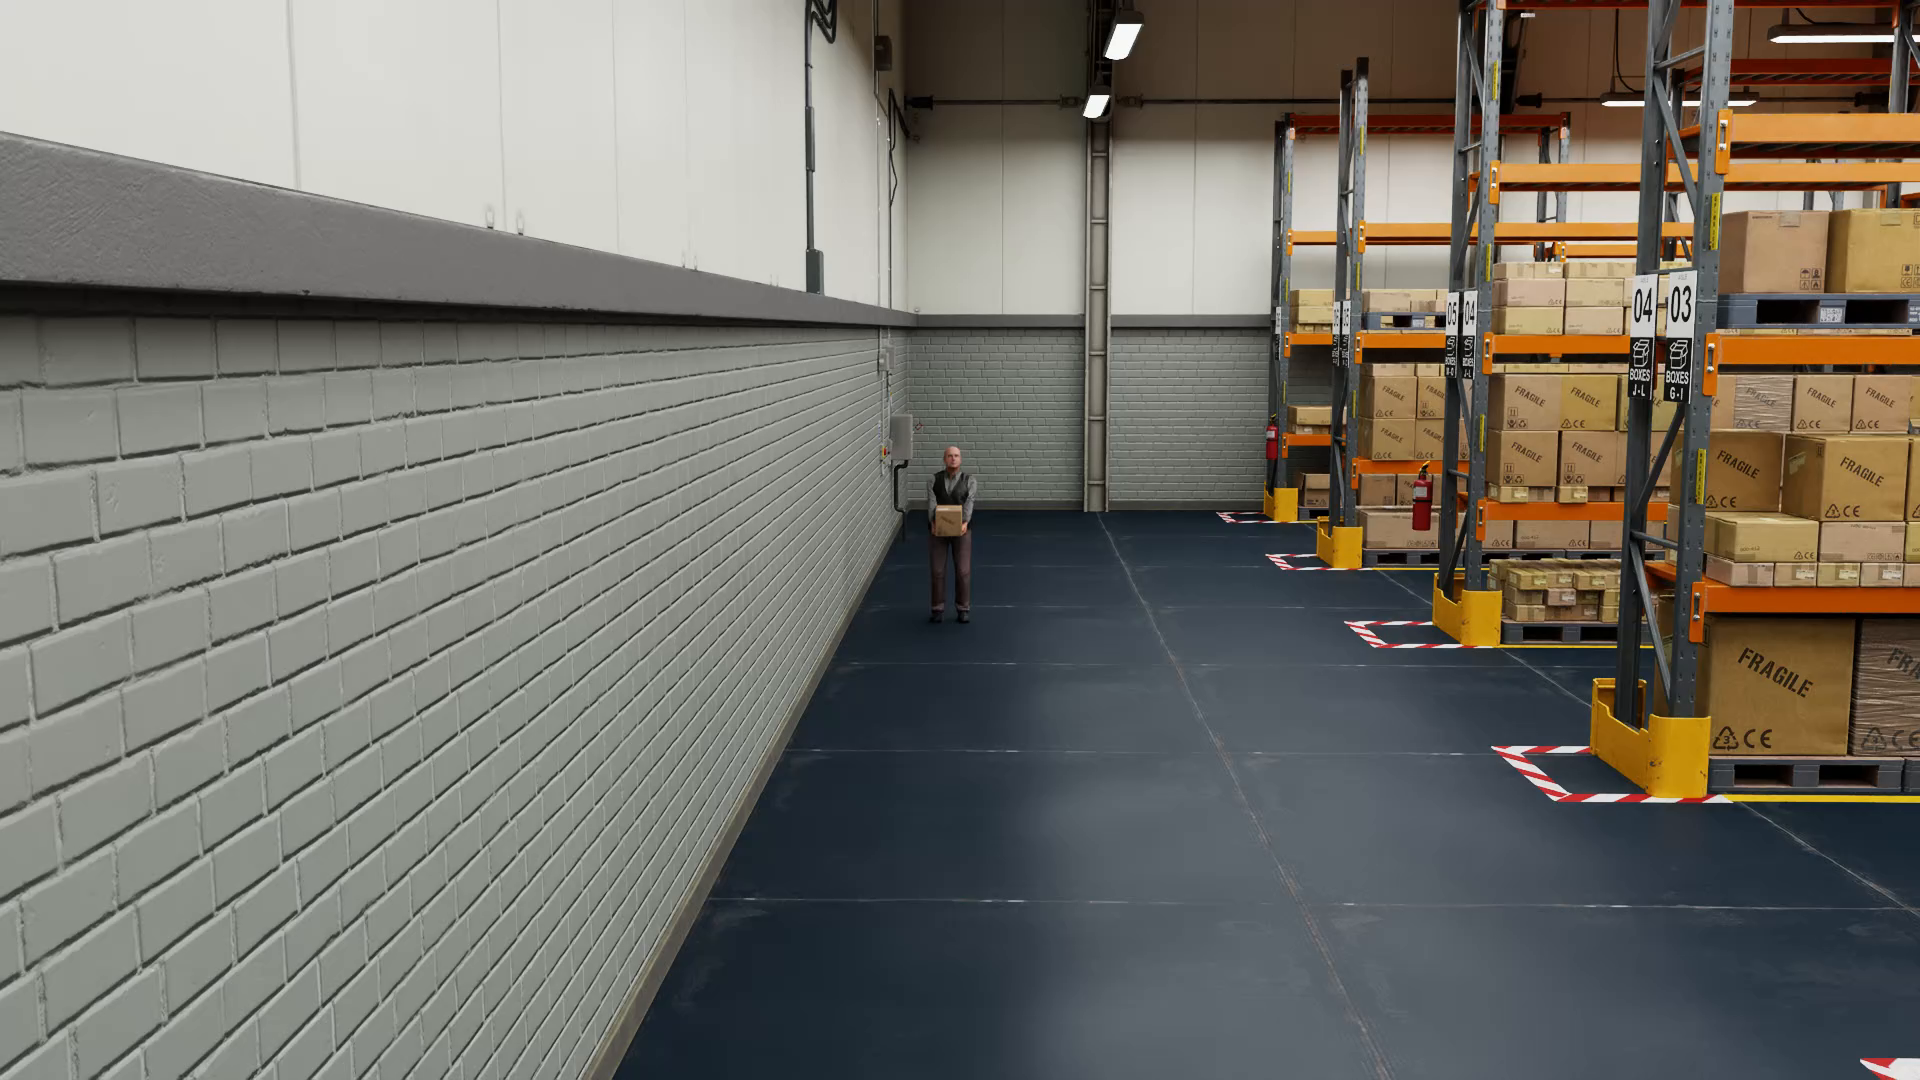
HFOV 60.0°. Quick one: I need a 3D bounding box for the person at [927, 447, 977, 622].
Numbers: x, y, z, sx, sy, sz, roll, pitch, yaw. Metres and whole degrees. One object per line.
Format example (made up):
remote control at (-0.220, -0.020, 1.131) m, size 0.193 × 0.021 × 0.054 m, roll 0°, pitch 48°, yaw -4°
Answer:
person at (-0.084, -0.045, 16.261) m, size 0.494 × 1.711 × 0.559 m, roll 0°, pitch 7°, yaw 1°
